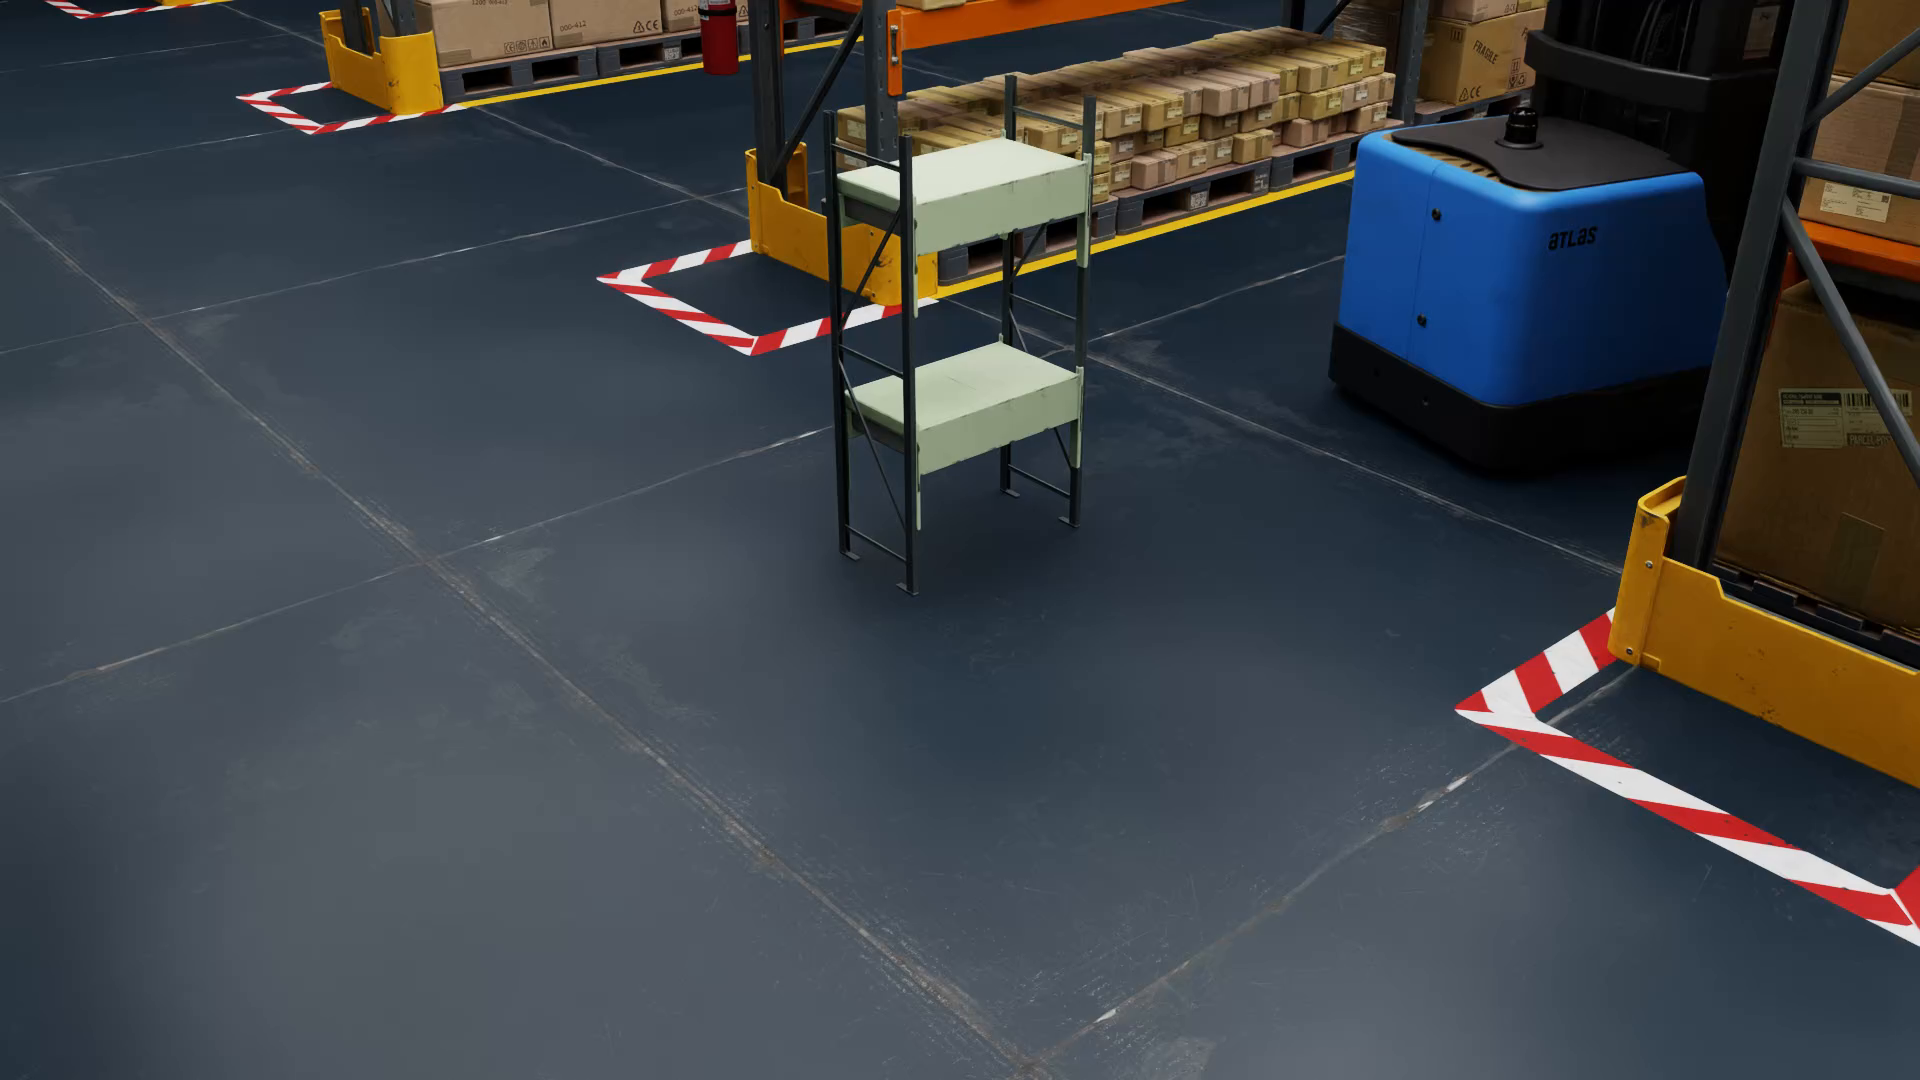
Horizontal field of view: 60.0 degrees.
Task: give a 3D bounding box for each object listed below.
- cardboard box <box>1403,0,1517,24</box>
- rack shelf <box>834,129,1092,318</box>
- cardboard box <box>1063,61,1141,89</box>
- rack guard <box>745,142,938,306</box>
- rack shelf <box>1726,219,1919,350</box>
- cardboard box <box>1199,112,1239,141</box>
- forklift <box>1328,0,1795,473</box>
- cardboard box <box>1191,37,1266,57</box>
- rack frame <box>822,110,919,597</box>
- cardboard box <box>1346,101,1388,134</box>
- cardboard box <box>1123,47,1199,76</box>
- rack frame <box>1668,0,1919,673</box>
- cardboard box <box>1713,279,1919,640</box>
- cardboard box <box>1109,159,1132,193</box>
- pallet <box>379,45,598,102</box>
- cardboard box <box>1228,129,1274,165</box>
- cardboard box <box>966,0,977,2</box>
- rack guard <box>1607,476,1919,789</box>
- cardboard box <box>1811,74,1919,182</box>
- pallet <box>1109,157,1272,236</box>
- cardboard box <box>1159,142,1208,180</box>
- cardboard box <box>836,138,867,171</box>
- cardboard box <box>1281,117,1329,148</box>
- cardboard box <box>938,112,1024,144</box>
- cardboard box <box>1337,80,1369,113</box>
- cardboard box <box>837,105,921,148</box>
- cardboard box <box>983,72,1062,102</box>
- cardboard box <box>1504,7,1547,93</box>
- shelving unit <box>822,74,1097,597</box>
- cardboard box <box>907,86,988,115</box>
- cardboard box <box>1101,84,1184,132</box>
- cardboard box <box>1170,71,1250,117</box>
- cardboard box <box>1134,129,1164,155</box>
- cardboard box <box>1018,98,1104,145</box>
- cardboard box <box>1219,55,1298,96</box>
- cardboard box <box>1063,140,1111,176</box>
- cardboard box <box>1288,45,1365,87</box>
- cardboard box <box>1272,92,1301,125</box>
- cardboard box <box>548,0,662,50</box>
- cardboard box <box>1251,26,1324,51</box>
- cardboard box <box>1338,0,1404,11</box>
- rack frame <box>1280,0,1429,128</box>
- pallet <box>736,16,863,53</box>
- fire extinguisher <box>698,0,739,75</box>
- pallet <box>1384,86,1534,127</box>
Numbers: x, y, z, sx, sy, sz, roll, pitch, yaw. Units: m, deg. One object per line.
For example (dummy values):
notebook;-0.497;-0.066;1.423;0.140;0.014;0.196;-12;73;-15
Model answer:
cardboard box;3.128;-3.414;10.366;0.500;0.250;0.500;-24;36;-37
rack shelf;0.005;-1.008;5.216;0.720;0.370;0.431;-22;35;-35
cardboard box;0.793;-2.559;9.304;0.250;0.149;0.380;-22;35;-35
rack guard;-0.590;-1.566;8.150;0.348;0.500;1.175;-22;35;-35
rack shelf;4.016;-1.131;5.446;4.000;0.370;1.077;-22;35;-35
cardboard box;1.319;-2.341;9.211;0.250;0.149;0.380;-24;36;-37
forklift;3.080;-1.996;6.375;3.031;2.935;1.130;-12;30;-21
cardboard box;1.590;-2.870;9.886;0.250;0.149;0.380;-22;35;-36
rack frame;-0.273;-0.552;5.191;0.023;1.500;0.400;-22;35;-35
cardboard box;2.318;-2.555;9.927;0.250;0.149;0.380;-21;35;-34
cardboard box;1.160;-2.734;9.631;0.250;0.149;0.380;-21;35;-34
rack frame;2.494;-0.836;4.132;0.127;3.000;1.000;-22;35;-35
cardboard box;2.929;-0.309;4.954;0.875;0.875;0.875;-22;35;-35
cardboard box;0.686;-1.958;8.810;0.250;0.149;0.380;-22;35;-35
pallet;-3.380;-3.432;11.948;1.213;0.211;1.003;-22;35;-35
cardboard box;1.530;-2.238;9.335;0.250;0.149;0.380;-22;35;-35
cardboard box;-0.022;-2.609;7.716;0.250;0.149;0.380;-20;34;-33
rack guard;2.476;0.274;4.707;0.348;0.500;1.175;-22;35;-35
cardboard box;2.691;-1.144;4.552;0.500;0.250;0.500;-23;35;-36
pallet;0.978;-2.046;9.354;1.213;0.211;1.003;-22;35;-35
cardboard box;1.126;-2.097;9.070;0.250;0.149;0.380;-22;35;-35
cardboard box;-0.432;-1.968;8.514;0.250;0.149;0.380;-23;36;-36
cardboard box;1.906;-2.401;9.640;0.250;0.149;0.380;-23;36;-36
cardboard box;0.103;-2.002;8.261;0.250;0.149;0.380;-21;35;-34
cardboard box;2.164;-2.630;9.753;0.250;0.149;0.380;-24;36;-37
cardboard box;-0.410;-2.088;8.423;0.250;0.149;0.380;-21;35;-34
cardboard box;0.339;-2.428;9.059;0.250;0.149;0.380;-20;34;-33
cardboard box;3.530;-3.245;10.846;0.500;0.500;0.500;-20;34;-33
shelving unit;0.005;-0.664;5.400;0.755;1.500;0.431;-22;35;-35
cardboard box;-0.067;-2.269;8.762;0.250;0.149;0.380;-23;36;-36
cardboard box;0.959;-2.284;8.789;0.250;0.149;0.380;-21;35;-34
cardboard box;1.348;-2.432;9.066;0.250;0.149;0.380;-23;36;-37
cardboard box;0.876;-2.195;8.939;0.250;0.149;0.380;-20;34;-32
cardboard box;0.512;-2.138;8.517;0.250;0.149;0.380;-24;36;-37
cardboard box;1.692;-2.635;9.445;0.250;0.149;0.380;-21;34;-33
cardboard box;0.556;-1.982;8.540;0.250;0.149;0.380;-21;34;-33
cardboard box;2.124;-2.765;9.689;0.250;0.149;0.380;-21;35;-34
cardboard box;1.717;-2.501;9.510;0.250;0.149;0.380;-22;35;-34
cardboard box;-2.810;-3.965;12.260;0.875;0.438;0.875;-21;34;-34
cardboard box;1.998;-3.028;10.182;0.250;0.149;0.380;-20;34;-33
cardboard box;2.797;-3.601;10.717;0.500;0.250;0.500;-23;36;-36
rack frame;2.395;-3.869;9.807;0.127;3.000;1.000;-22;35;-35
pallet;-1.524;-4.179;13.345;1.213;0.211;1.003;-22;35;-35
fire extinguisher;-1.139;-2.535;7.789;0.183;0.674;0.296;-22;35;-35
pallet;2.986;-2.878;10.911;1.213;0.211;1.003;-22;35;-35
